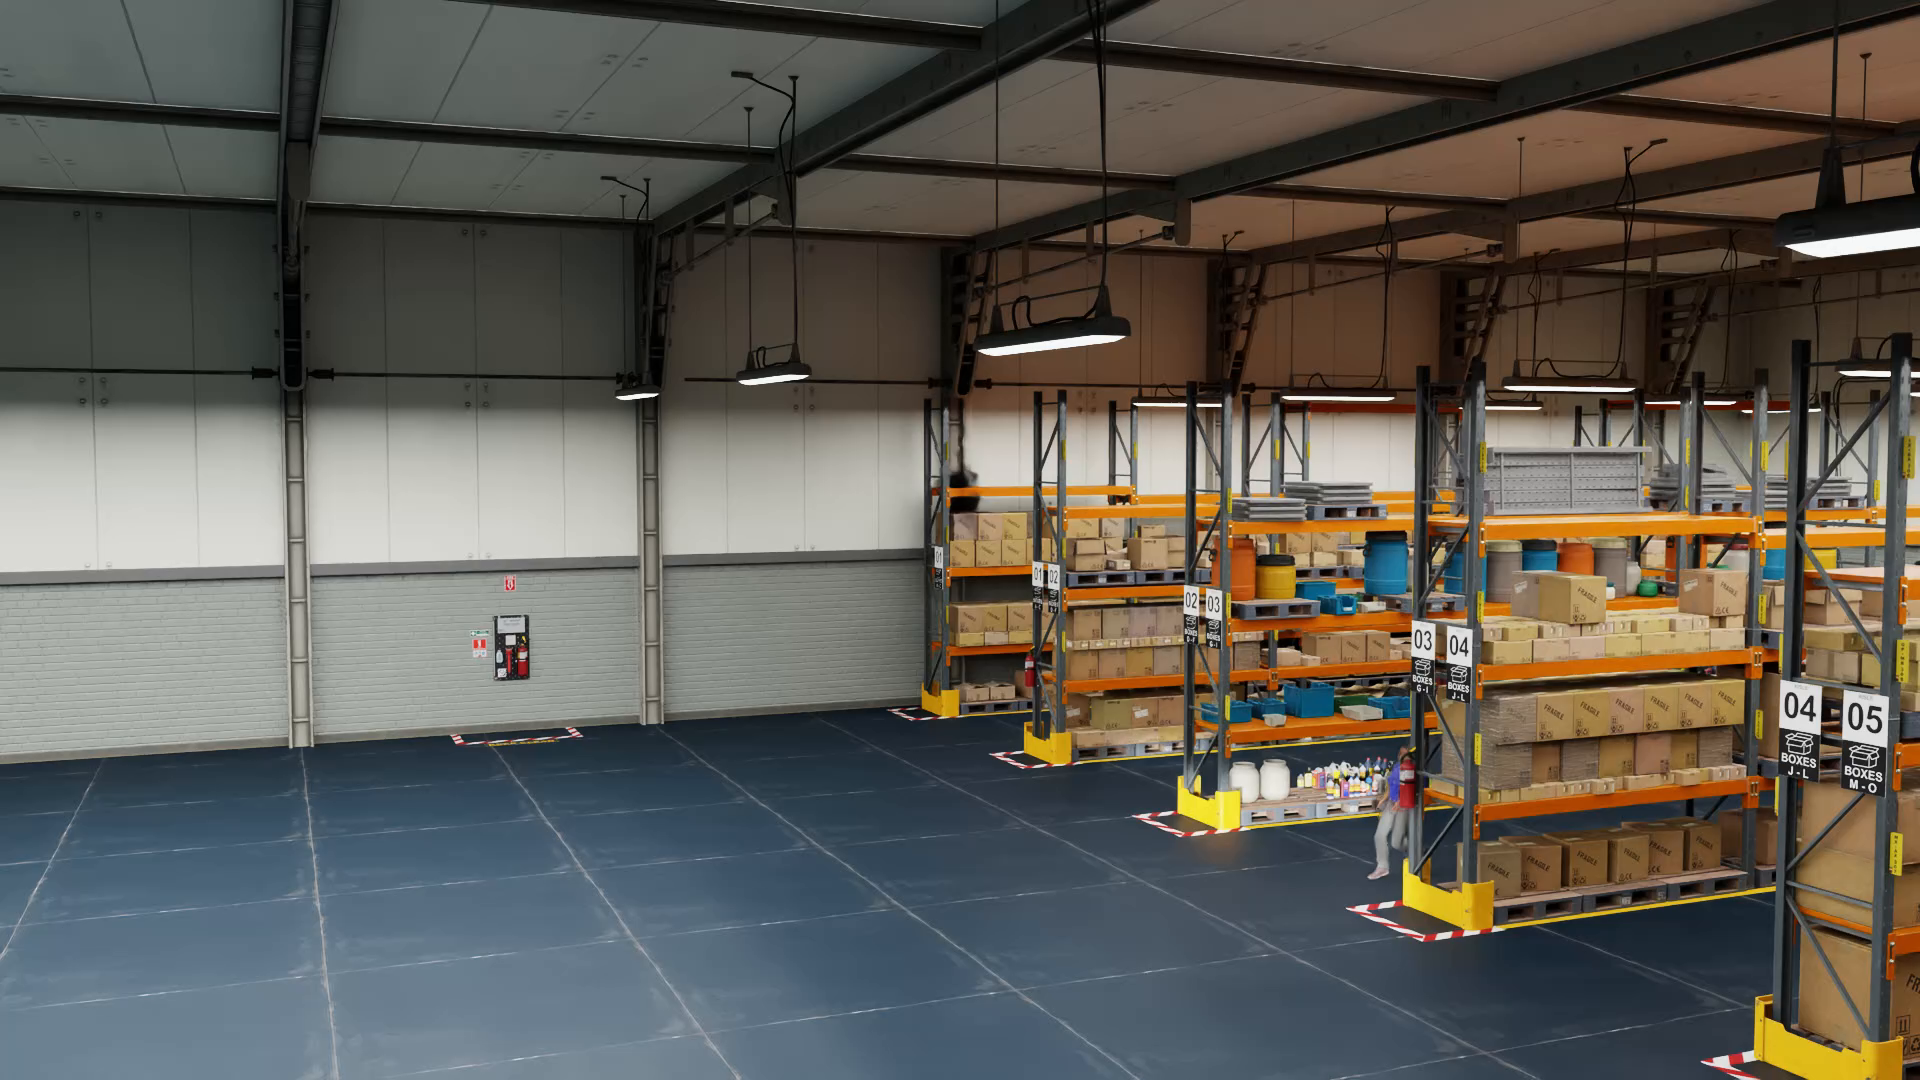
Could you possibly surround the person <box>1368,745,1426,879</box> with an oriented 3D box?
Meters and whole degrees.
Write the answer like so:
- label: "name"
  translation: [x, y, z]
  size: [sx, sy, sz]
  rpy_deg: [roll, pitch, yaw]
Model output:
- label: "person"
  translation: [5.245, 3.224, 19.658]
  size: [0.724, 1.617, 0.615]
  rpy_deg: [-2, 4, -28]
